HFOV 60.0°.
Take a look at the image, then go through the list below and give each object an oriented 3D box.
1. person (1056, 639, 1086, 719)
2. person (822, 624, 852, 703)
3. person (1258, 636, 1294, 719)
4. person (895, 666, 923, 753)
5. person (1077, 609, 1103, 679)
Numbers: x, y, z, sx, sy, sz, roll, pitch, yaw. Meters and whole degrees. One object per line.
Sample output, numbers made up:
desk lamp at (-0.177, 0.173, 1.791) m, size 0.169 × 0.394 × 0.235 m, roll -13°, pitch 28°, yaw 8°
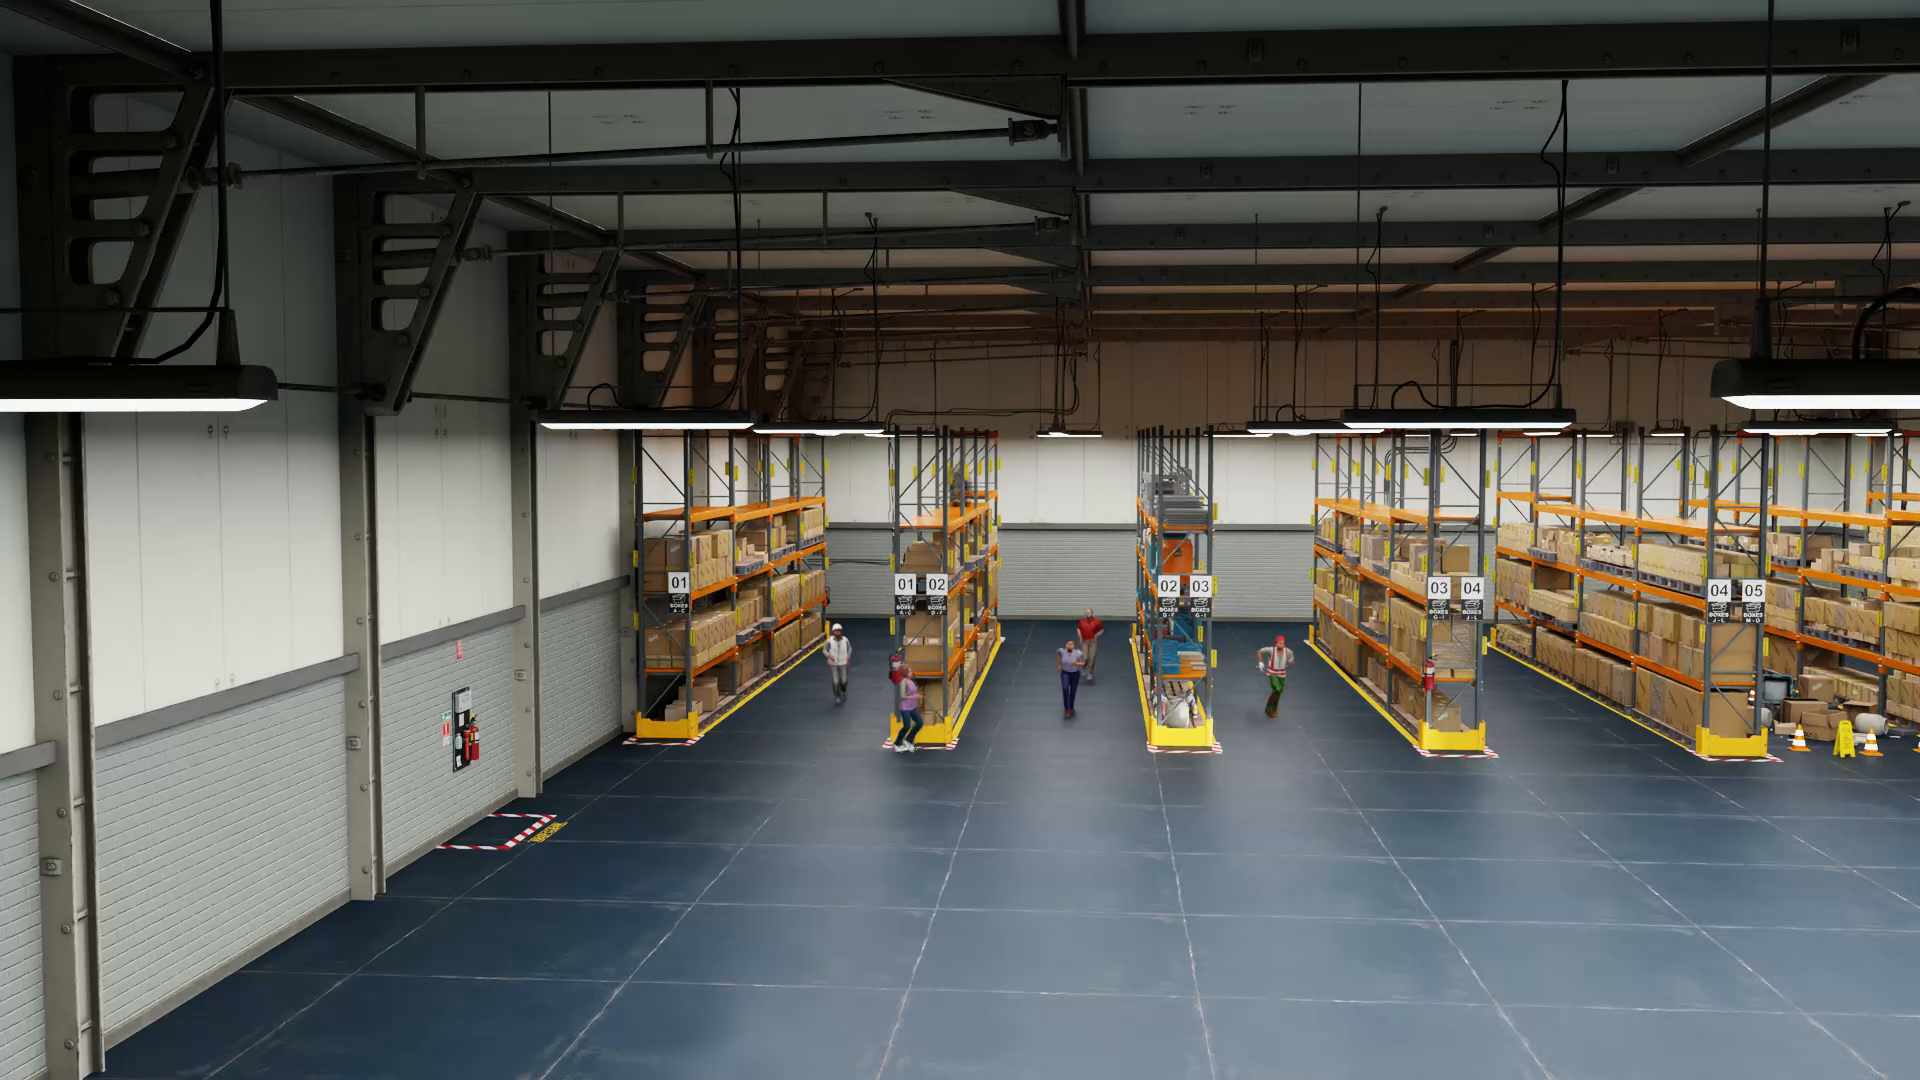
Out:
person at (2.291, 2.854, 34.524) m, size 0.601 × 1.659 × 0.925 m, roll 0°, pitch 3°, yaw 0°
person at (-2.646, 2.682, 36.021) m, size 0.658 × 1.733 × 0.579 m, roll -1°, pitch 3°, yaw -10°
person at (6.471, 2.794, 34.020) m, size 0.643 × 1.717 × 0.920 m, roll -1°, pitch 4°, yaw -16°
person at (-0.915, 3.101, 30.380) m, size 0.620 × 1.599 × 0.515 m, roll 2°, pitch 4°, yaw 29°
person at (3.096, 2.490, 39.722) m, size 0.644 × 1.694 × 0.586 m, roll 1°, pitch 3°, yaw 11°
